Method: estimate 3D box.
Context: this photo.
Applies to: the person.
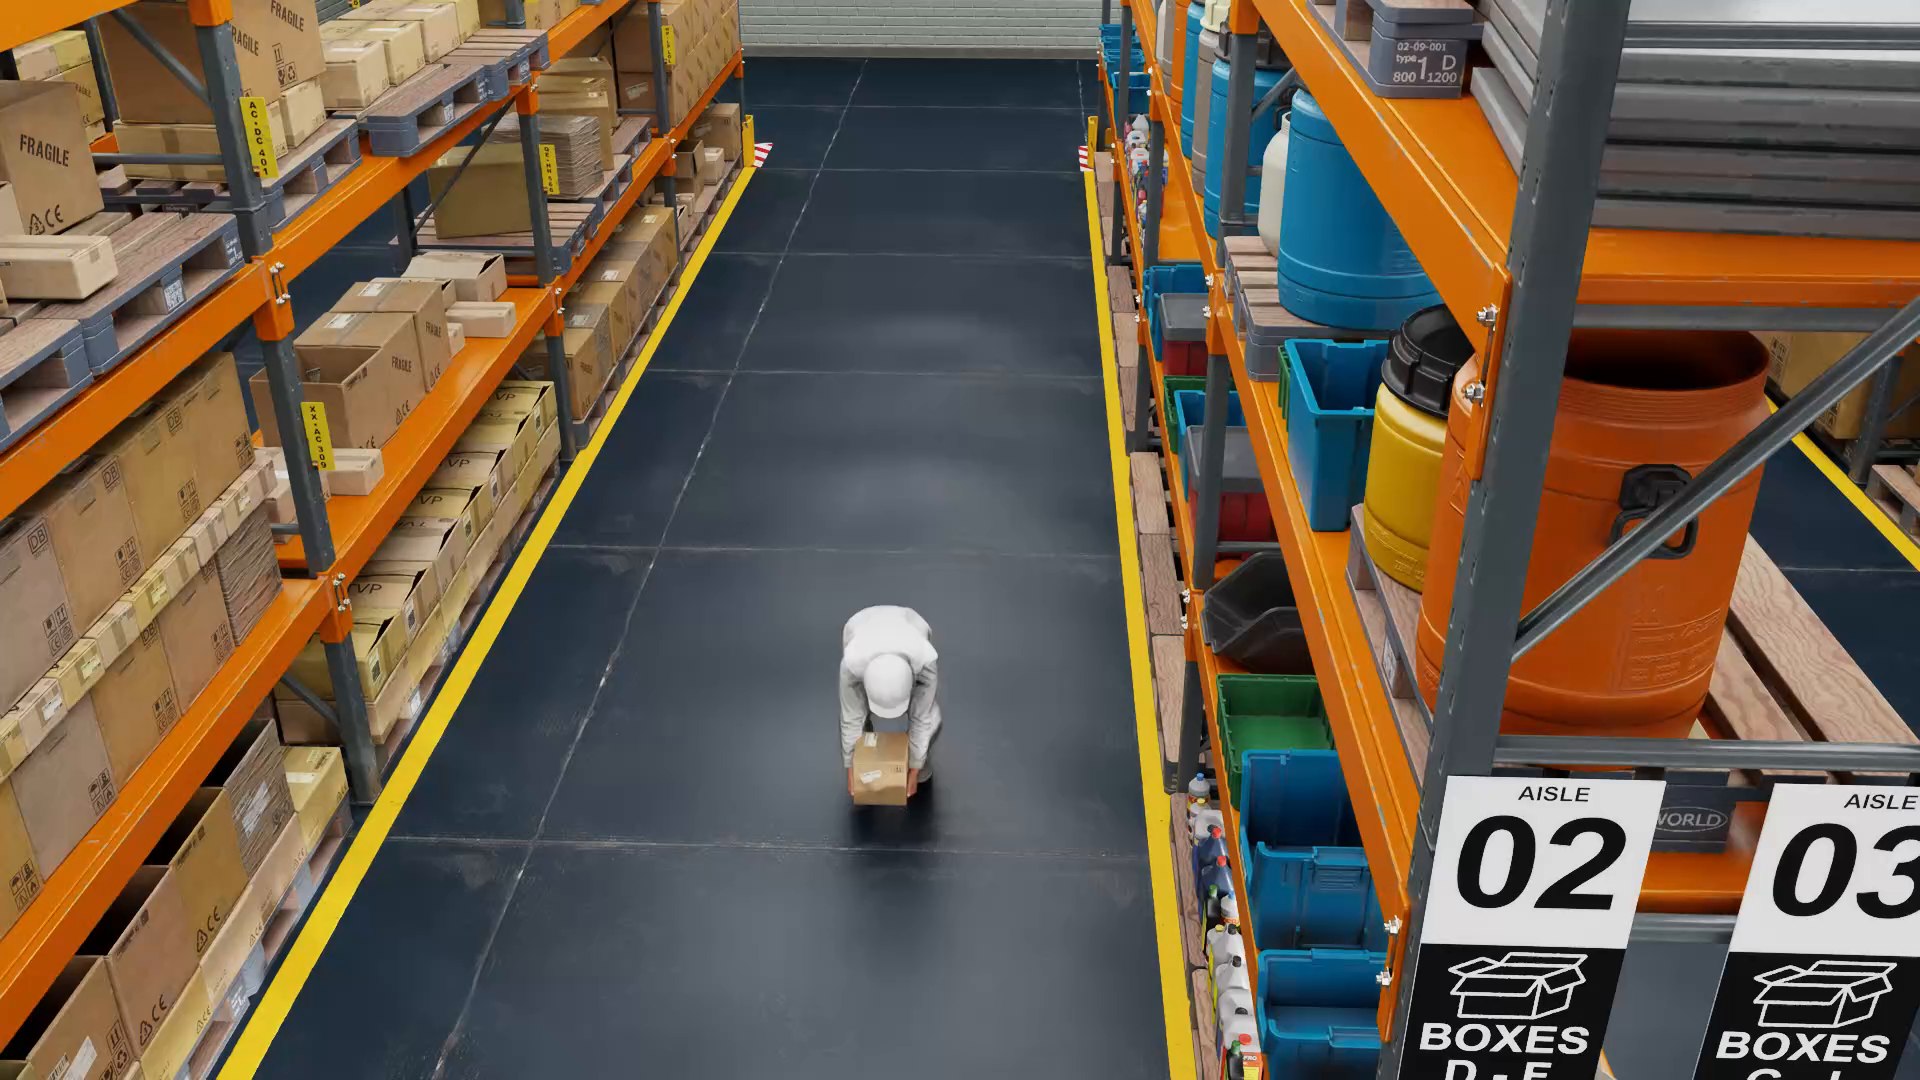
[{"bbox_3d":[-0.341,0.810,8.130,0.512,0.991,0.989,0,28,0],"label":"person"}]
